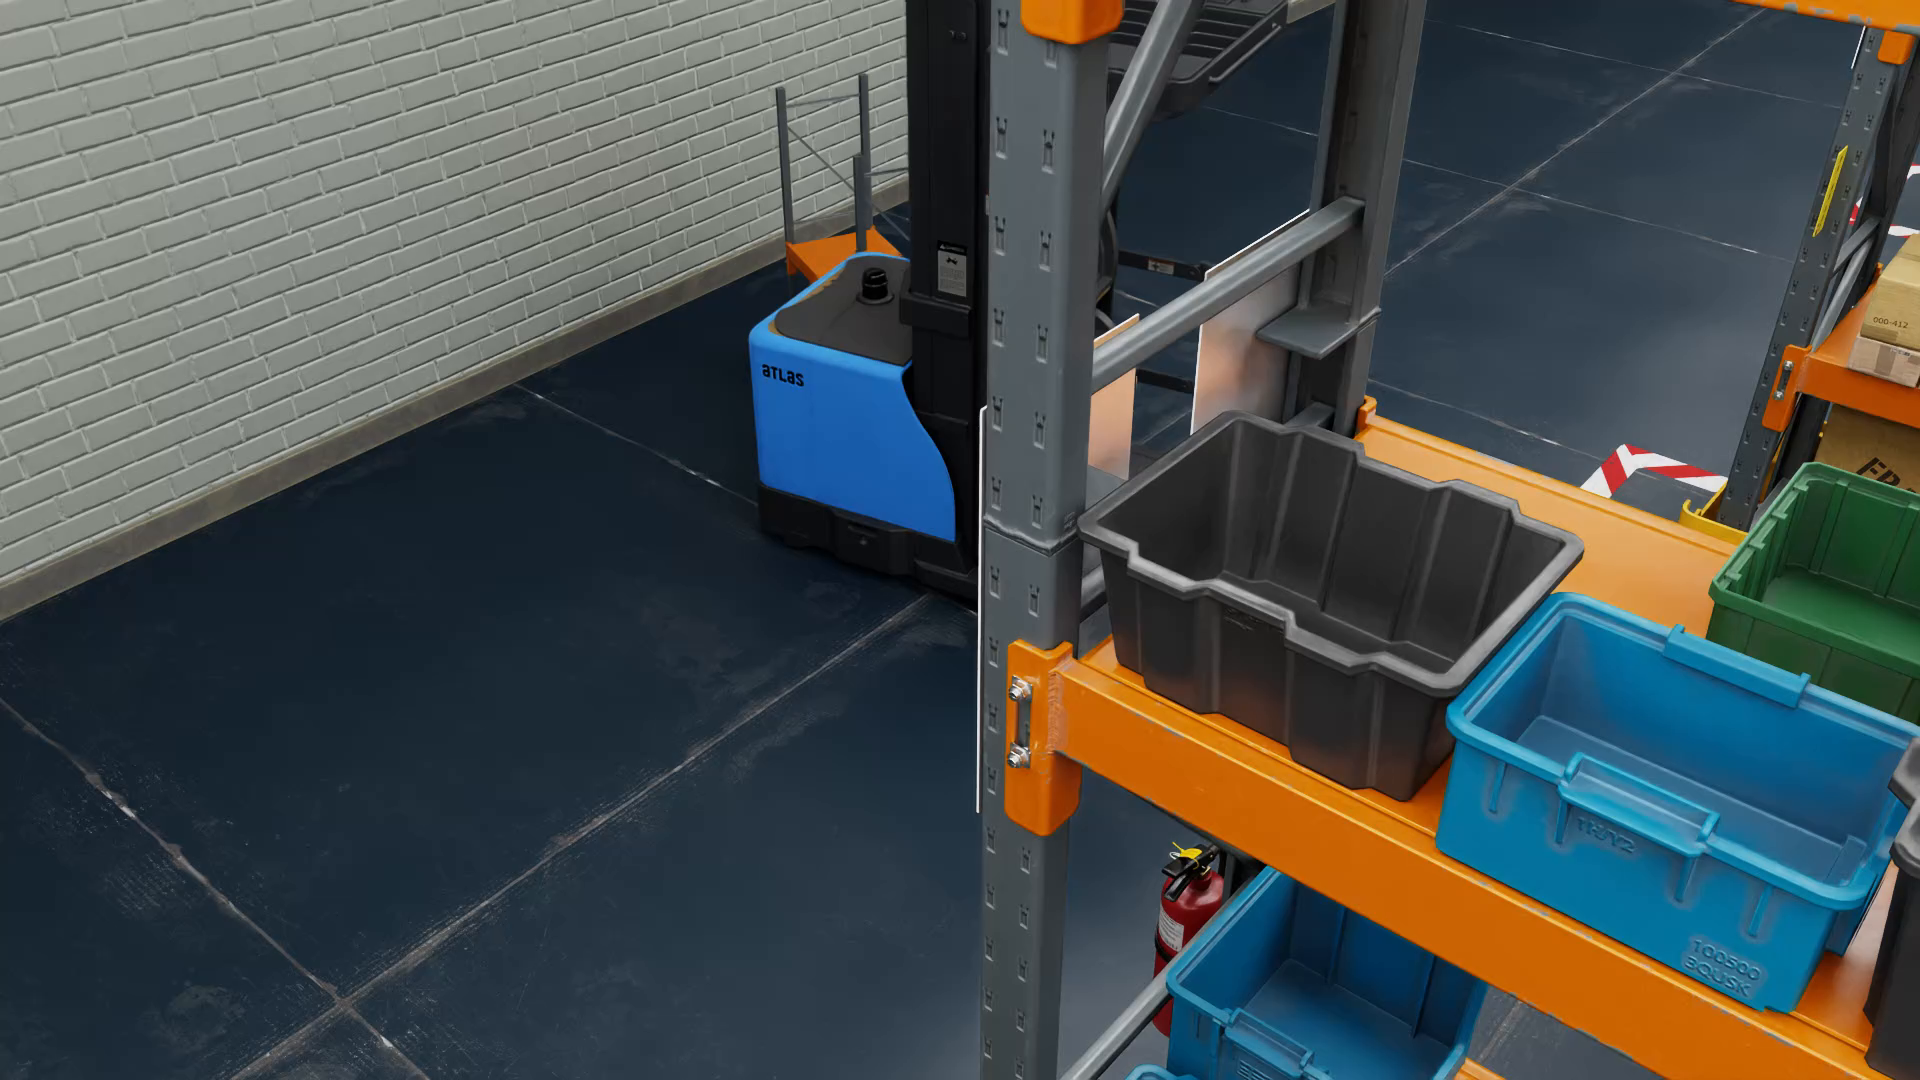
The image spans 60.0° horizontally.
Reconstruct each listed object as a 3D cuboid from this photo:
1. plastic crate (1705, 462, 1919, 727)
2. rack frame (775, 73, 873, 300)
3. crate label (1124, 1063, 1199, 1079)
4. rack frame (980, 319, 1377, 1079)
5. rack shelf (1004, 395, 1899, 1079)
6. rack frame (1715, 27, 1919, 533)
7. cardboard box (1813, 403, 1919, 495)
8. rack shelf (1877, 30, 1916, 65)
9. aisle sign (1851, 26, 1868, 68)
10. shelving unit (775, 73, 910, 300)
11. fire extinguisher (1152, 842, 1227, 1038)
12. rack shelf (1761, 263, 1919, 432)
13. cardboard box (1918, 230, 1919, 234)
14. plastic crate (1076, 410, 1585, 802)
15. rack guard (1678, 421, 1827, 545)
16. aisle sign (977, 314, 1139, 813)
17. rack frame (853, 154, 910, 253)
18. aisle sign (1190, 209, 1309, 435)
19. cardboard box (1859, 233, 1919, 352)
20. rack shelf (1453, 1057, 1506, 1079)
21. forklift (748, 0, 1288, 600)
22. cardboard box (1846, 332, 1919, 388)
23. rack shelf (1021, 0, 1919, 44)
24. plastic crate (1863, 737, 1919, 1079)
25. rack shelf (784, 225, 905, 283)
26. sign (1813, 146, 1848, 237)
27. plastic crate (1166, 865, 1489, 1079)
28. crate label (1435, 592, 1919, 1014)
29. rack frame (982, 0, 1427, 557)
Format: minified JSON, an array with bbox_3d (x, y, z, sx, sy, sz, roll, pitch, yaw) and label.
[{"bbox_3d":[1.342,0.105,2.485,0.336,0.188,0.450,25,42,32],"label":"plastic crate"},{"bbox_3d":[-0.707,-1.735,8.952,0.500,1.500,0.032,-15,37,-21],"label":"rack frame"},{"bbox_3d":[0.381,1.298,3.305,0.303,0.233,0.416,25,42,32],"label":"crate label"},{"bbox_3d":[0.401,1.021,3.613,0.127,3.000,1.000,25,42,32],"label":"rack frame"},{"bbox_3d":[1.938,0.806,1.913,4.000,0.370,1.077,25,42,32],"label":"rack shelf"},{"bbox_3d":[3.570,-1.134,6.751,0.127,3.000,1.000,25,42,32],"label":"rack frame"},{"bbox_3d":[4.113,-0.234,6.947,0.875,0.875,0.875,25,42,32],"label":"cardboard box"},{"bbox_3d":[5.107,-1.349,5.051,4.000,0.370,1.077,25,42,32],"label":"rack shelf"},{"bbox_3d":[3.323,-2.101,5.863,0.004,0.787,0.394,25,42,32],"label":"aisle sign"},{"bbox_3d":[-0.490,-1.481,8.582,0.587,1.500,1.083,-15,37,-21],"label":"shelving unit"},{"bbox_3d":[0.576,0.955,4.108,0.183,0.674,0.296,25,42,32],"label":"fire extinguisher"},{"bbox_3d":[5.107,-0.113,5.900,4.000,0.370,1.077,25,42,32],"label":"rack shelf"},{"bbox_3d":[4.113,-1.134,6.622,0.500,0.250,0.500,25,41,31],"label":"cardboard box"},{"bbox_3d":[0.519,0.099,2.421,0.590,0.269,0.497,25,42,32],"label":"plastic crate"},{"bbox_3d":[3.552,-0.112,7.471,0.348,0.500,1.175,25,42,32],"label":"rack guard"},{"bbox_3d":[0.156,0.053,2.727,0.004,0.787,0.394,25,42,32],"label":"aisle sign"},{"bbox_3d":[-0.265,-1.217,8.197,0.500,1.500,0.032,-15,37,-21],"label":"rack frame"},{"bbox_3d":[0.534,-0.204,3.101,0.004,0.787,0.394,25,42,32],"label":"aisle sign"},{"bbox_3d":[3.767,-0.903,6.285,0.500,0.250,0.500,24,41,31],"label":"cardboard box"},{"bbox_3d":[1.938,2.042,2.762,4.000,0.370,1.077,25,42,32],"label":"rack shelf"},{"bbox_3d":[0.613,-1.080,6.733,3.031,2.935,1.130,16,38,22],"label":"forklift"},{"bbox_3d":[3.632,-0.758,6.426,0.250,0.149,0.380,26,42,32],"label":"cardboard box"},{"bbox_3d":[1.938,-0.266,1.177,4.000,0.370,1.077,25,42,32],"label":"rack shelf"},{"bbox_3d":[1.400,0.483,1.802,0.767,0.338,0.504,25,42,32],"label":"plastic crate"},{"bbox_3d":[-0.486,-1.328,8.677,0.538,0.185,1.000,-15,37,-21],"label":"rack shelf"},{"bbox_3d":[3.211,-1.284,6.135,0.005,0.325,0.100,25,42,32],"label":"sign"},{"bbox_3d":[0.778,1.022,3.528,0.499,0.435,0.616,25,42,32],"label":"plastic crate"},{"bbox_3d":[0.904,0.321,2.115,0.502,0.251,0.408,25,42,32],"label":"crate label"},{"bbox_3d":[0.401,-1.452,1.915,0.127,3.000,1.000,25,42,32],"label":"rack frame"}]
